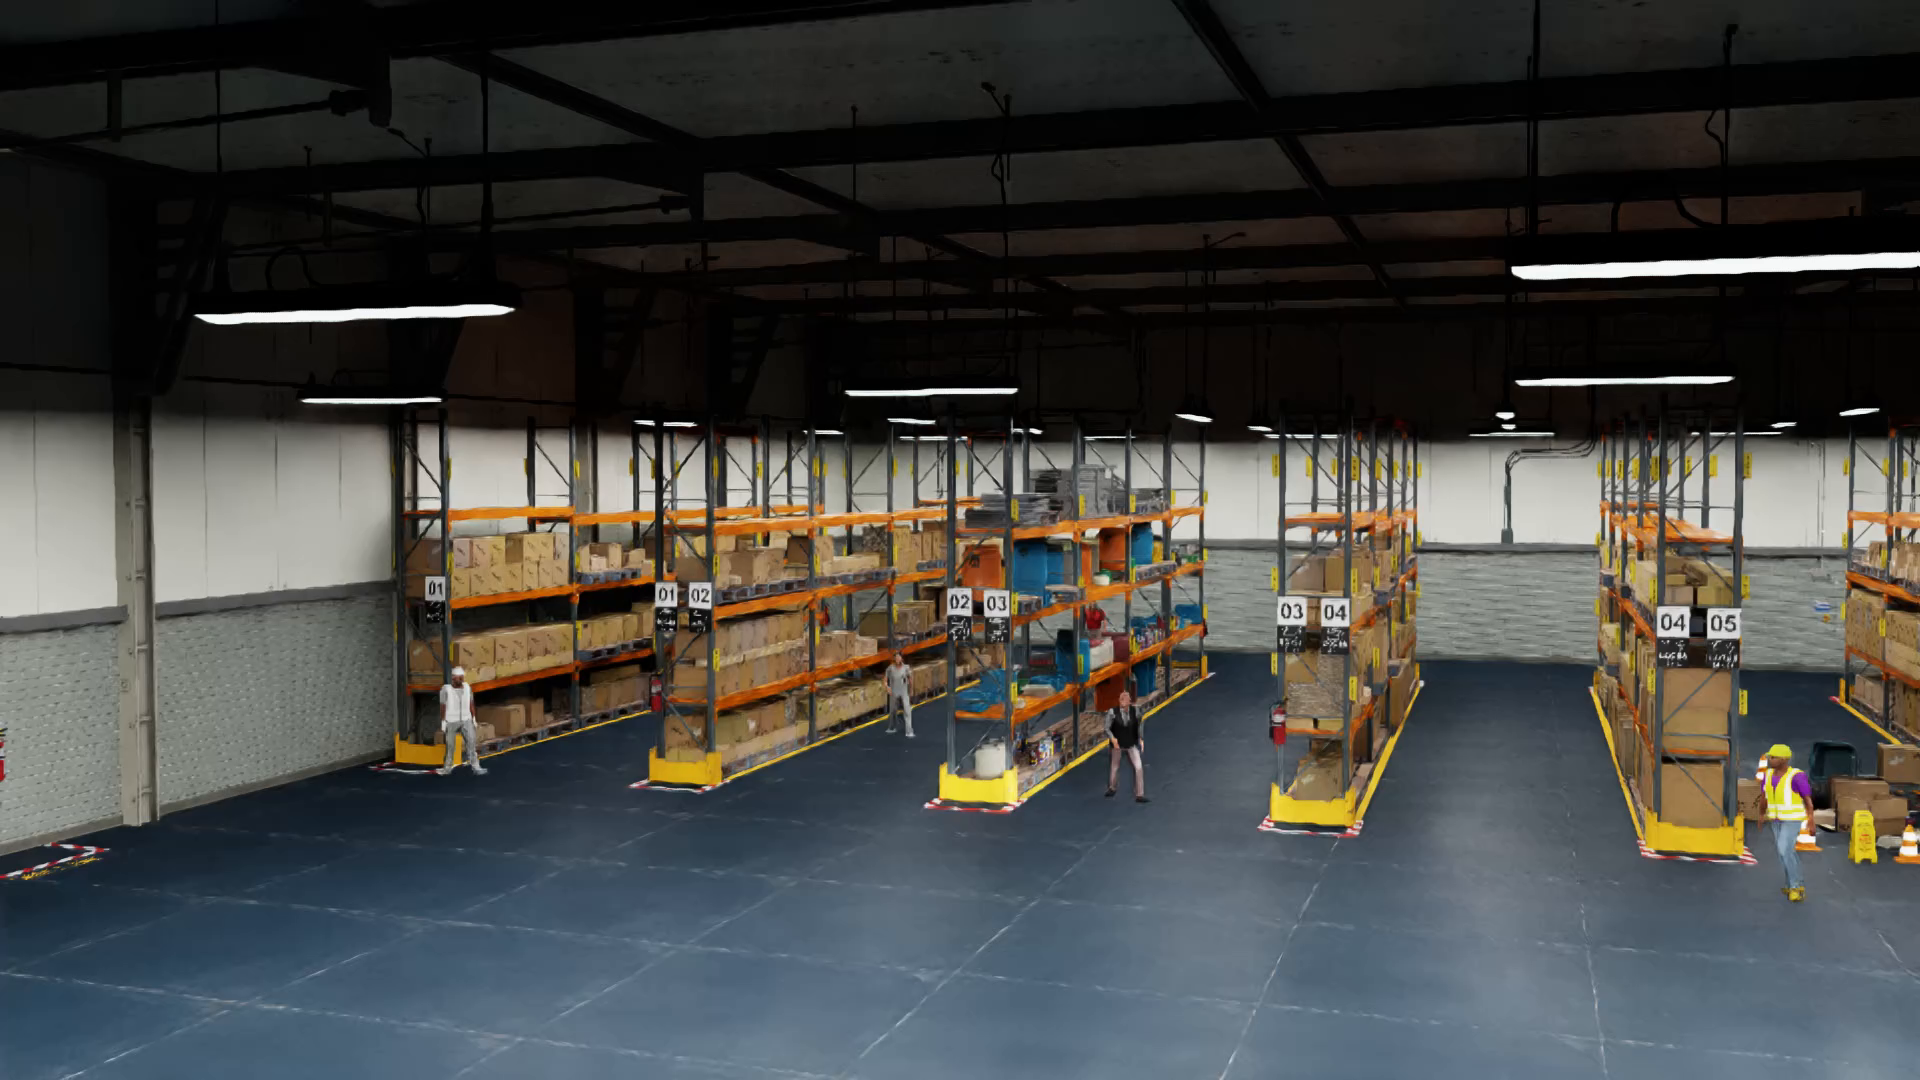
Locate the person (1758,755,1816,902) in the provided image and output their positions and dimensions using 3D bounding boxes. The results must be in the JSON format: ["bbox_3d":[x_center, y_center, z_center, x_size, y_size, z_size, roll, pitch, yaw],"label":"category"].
[{"bbox_3d":[9.712,3.297,19.513,0.498,1.727,0.652,-1,3,-19],"label":"person"}]

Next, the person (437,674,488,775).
[{"bbox_3d":[6.377,2.106,25.867,23.764,3.536,18.348,-2,3,-33],"label":"person"}]

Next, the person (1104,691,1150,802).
[{"bbox_3d":[2.509,3.088,25.064,0.631,1.658,0.832,0,2,0],"label":"person"}]

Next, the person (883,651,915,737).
[{"bbox_3d":[1.104,2.751,33.516,4.911,1.602,5.806,0,2,2],"label":"person"}]

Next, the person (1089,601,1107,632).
[{"bbox_3d":[3.414,2.349,42.485,0.682,1.676,0.535,1,3,16],"label":"person"}]
